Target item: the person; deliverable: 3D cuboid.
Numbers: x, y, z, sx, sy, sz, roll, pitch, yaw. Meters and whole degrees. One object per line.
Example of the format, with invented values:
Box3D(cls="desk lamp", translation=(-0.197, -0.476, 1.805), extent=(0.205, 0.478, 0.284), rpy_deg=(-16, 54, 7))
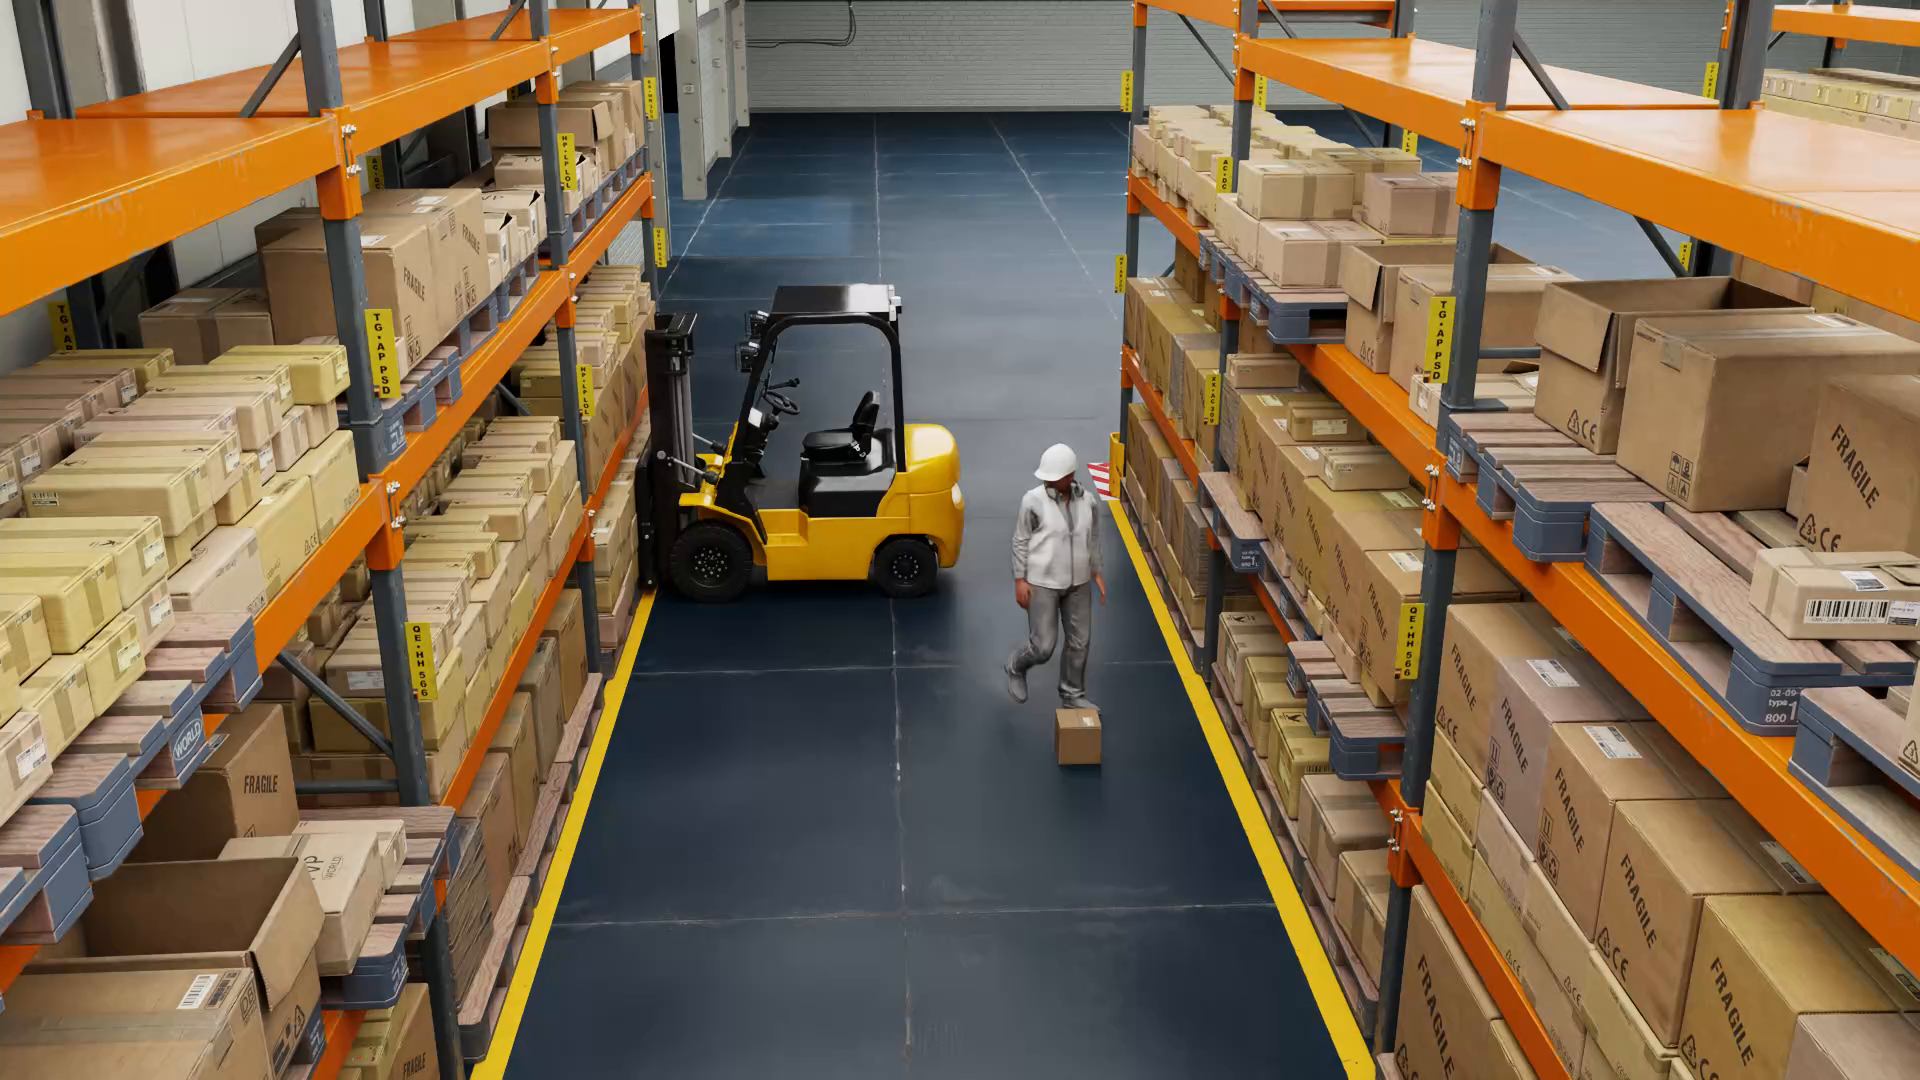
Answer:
Box3D(cls="person", translation=(0.601, 0.240, 10.337), extent=(0.580, 1.764, 0.571), rpy_deg=(-11, 23, -27))
